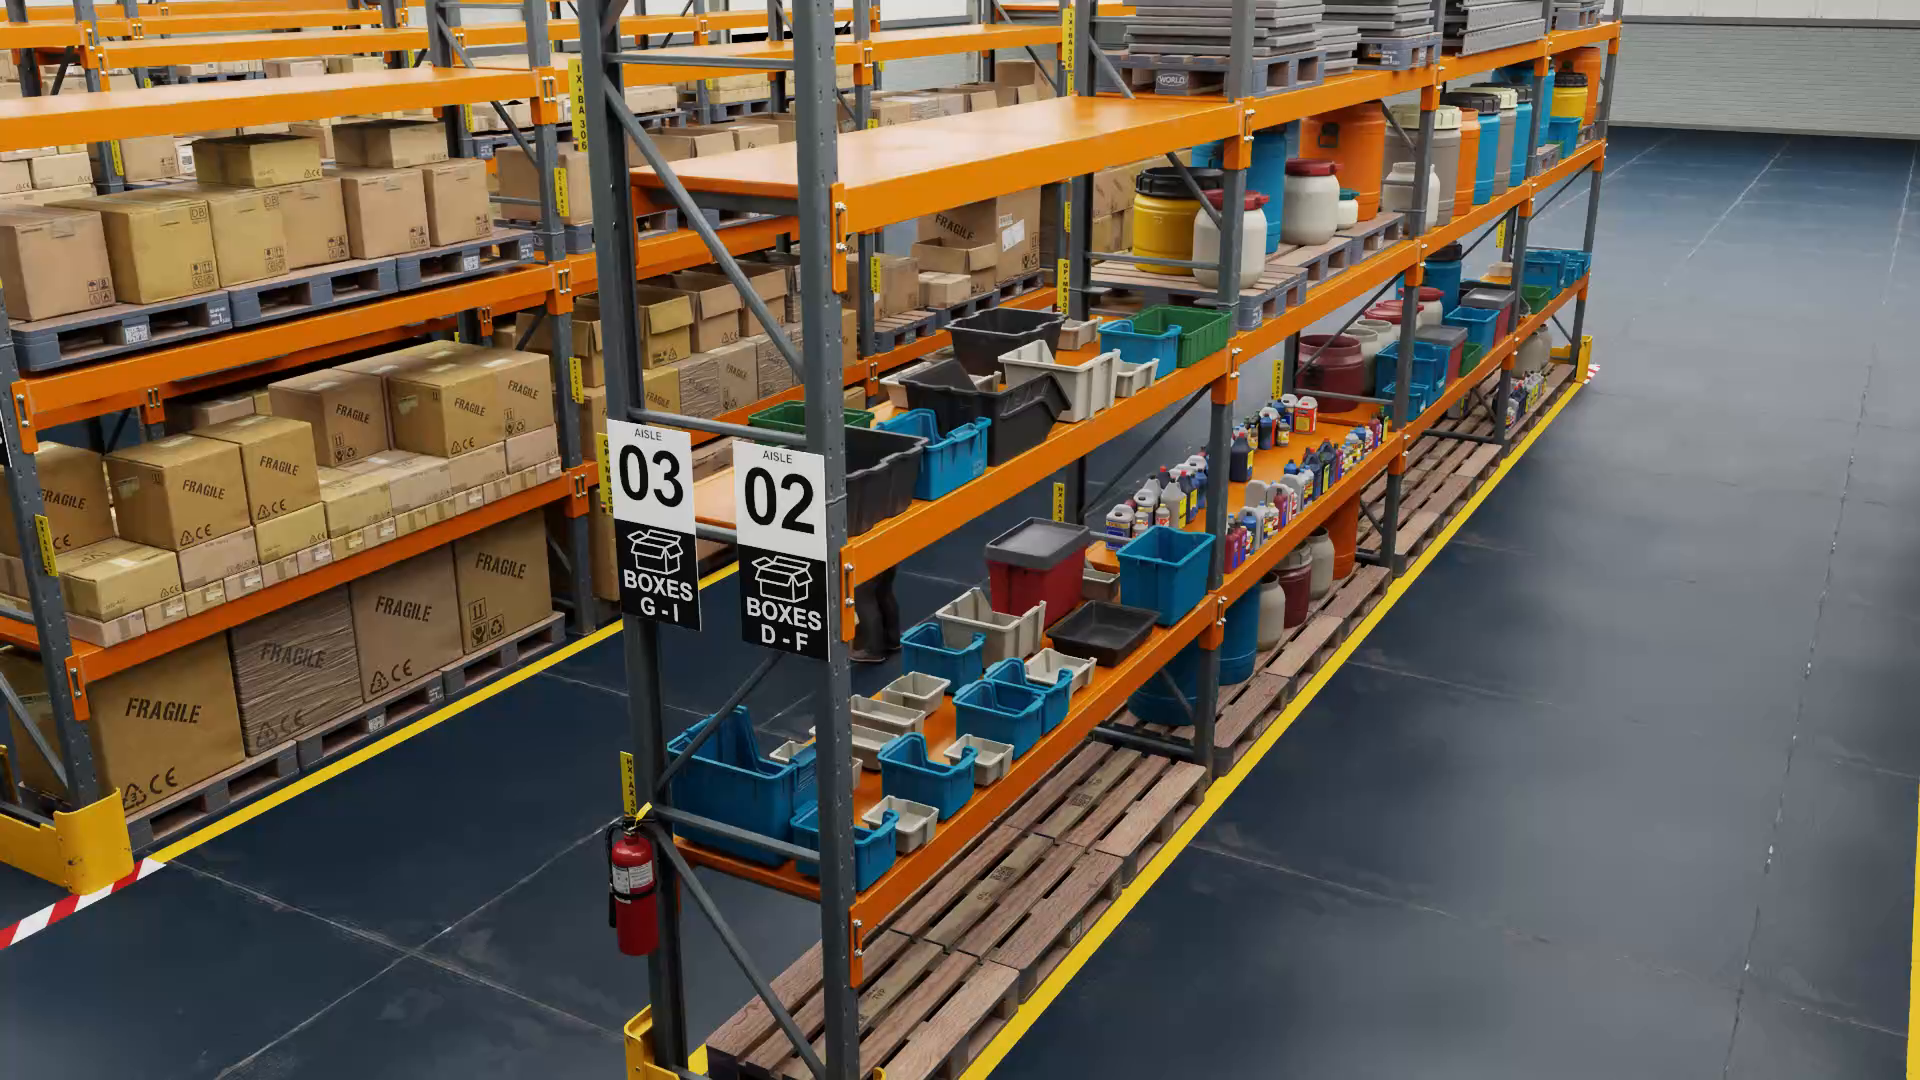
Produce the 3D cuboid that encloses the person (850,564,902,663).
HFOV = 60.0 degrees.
[{"bbox_3d":[-0.613,0.064,11.898,0.349,1.653,0.518,9,22,25],"label":"person"}]
